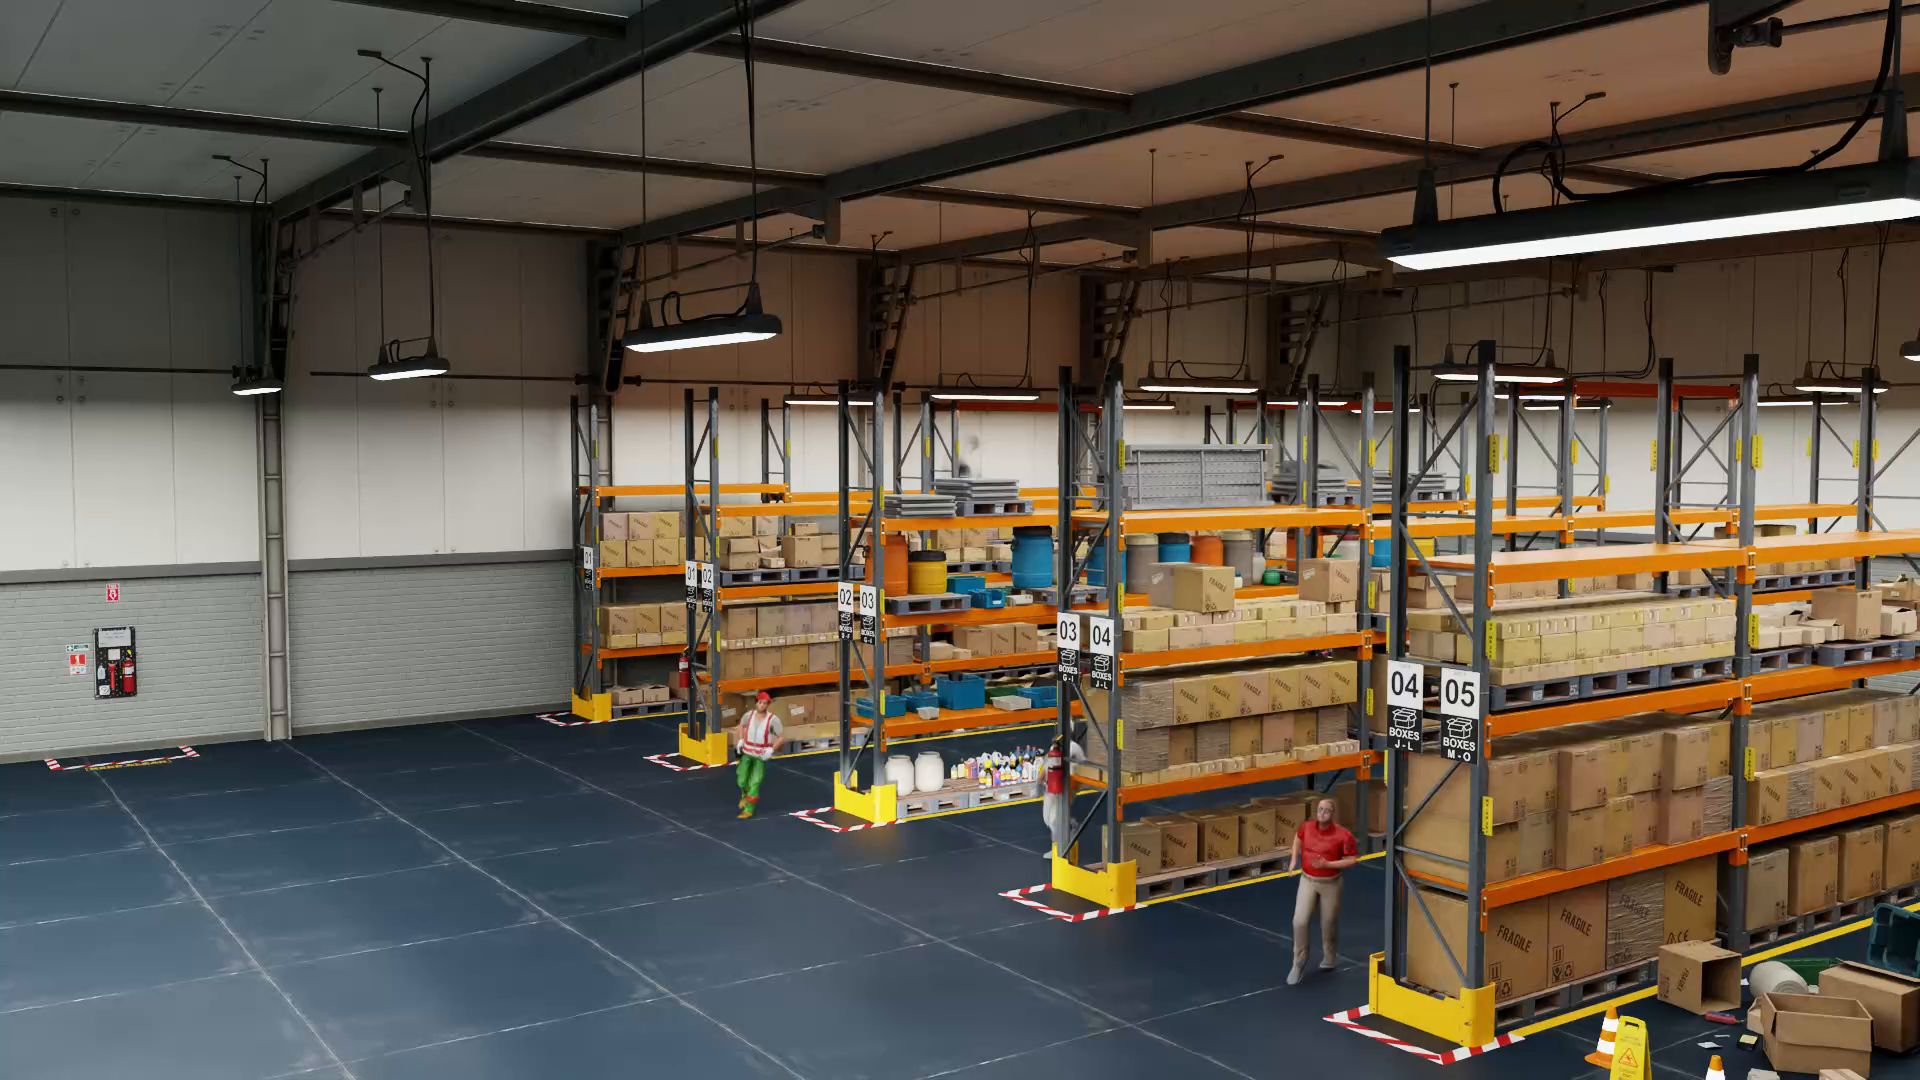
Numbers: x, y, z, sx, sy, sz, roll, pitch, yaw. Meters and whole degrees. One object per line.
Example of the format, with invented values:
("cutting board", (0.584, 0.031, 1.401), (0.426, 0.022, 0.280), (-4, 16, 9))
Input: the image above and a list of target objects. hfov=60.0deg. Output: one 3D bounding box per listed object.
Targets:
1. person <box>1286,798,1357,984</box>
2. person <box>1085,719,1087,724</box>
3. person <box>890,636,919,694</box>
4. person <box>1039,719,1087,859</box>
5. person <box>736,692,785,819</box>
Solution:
("person", (3.485, 3.360, 15.966), (0.674, 1.797, 0.721), (2, 4, 25))
("person", (2.267, 2.713, 27.280), (0.667, 1.627, 0.599), (-2, 4, -26))
("person", (-1.060, 2.389, 31.359), (0.696, 1.725, 0.677), (3, 5, 44))
("person", (1.283, 3.059, 20.630), (0.708, 1.728, 0.665), (-3, 5, -44))
("person", (-2.738, 2.935, 22.723), (0.715, 1.734, 0.579), (1, 3, 10))
